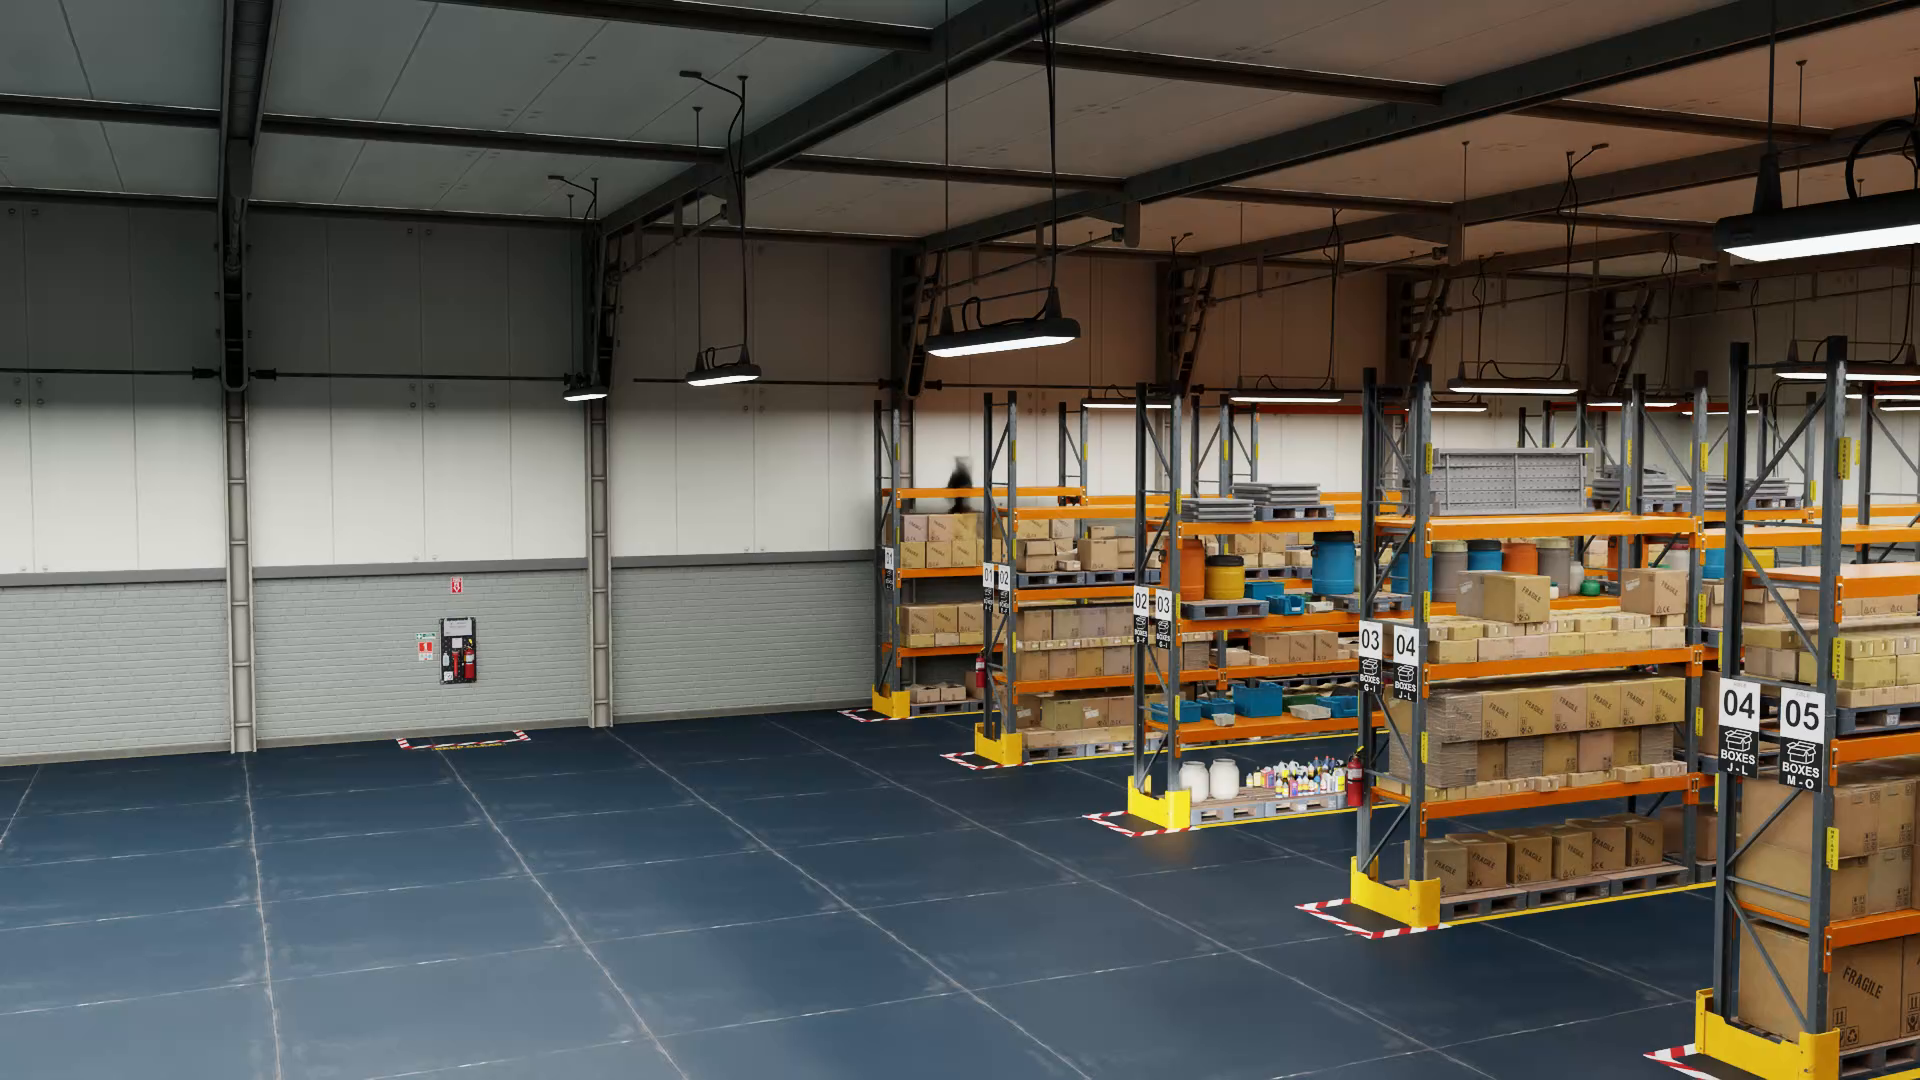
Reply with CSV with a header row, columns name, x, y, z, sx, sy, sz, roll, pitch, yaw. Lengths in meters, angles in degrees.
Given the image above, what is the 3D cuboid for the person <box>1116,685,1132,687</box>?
name,x,y,z,sx,sy,sz,roll,pitch,yaw
person,3.111,2.499,31.096,0.668,1.724,0.699,-2,4,-31
